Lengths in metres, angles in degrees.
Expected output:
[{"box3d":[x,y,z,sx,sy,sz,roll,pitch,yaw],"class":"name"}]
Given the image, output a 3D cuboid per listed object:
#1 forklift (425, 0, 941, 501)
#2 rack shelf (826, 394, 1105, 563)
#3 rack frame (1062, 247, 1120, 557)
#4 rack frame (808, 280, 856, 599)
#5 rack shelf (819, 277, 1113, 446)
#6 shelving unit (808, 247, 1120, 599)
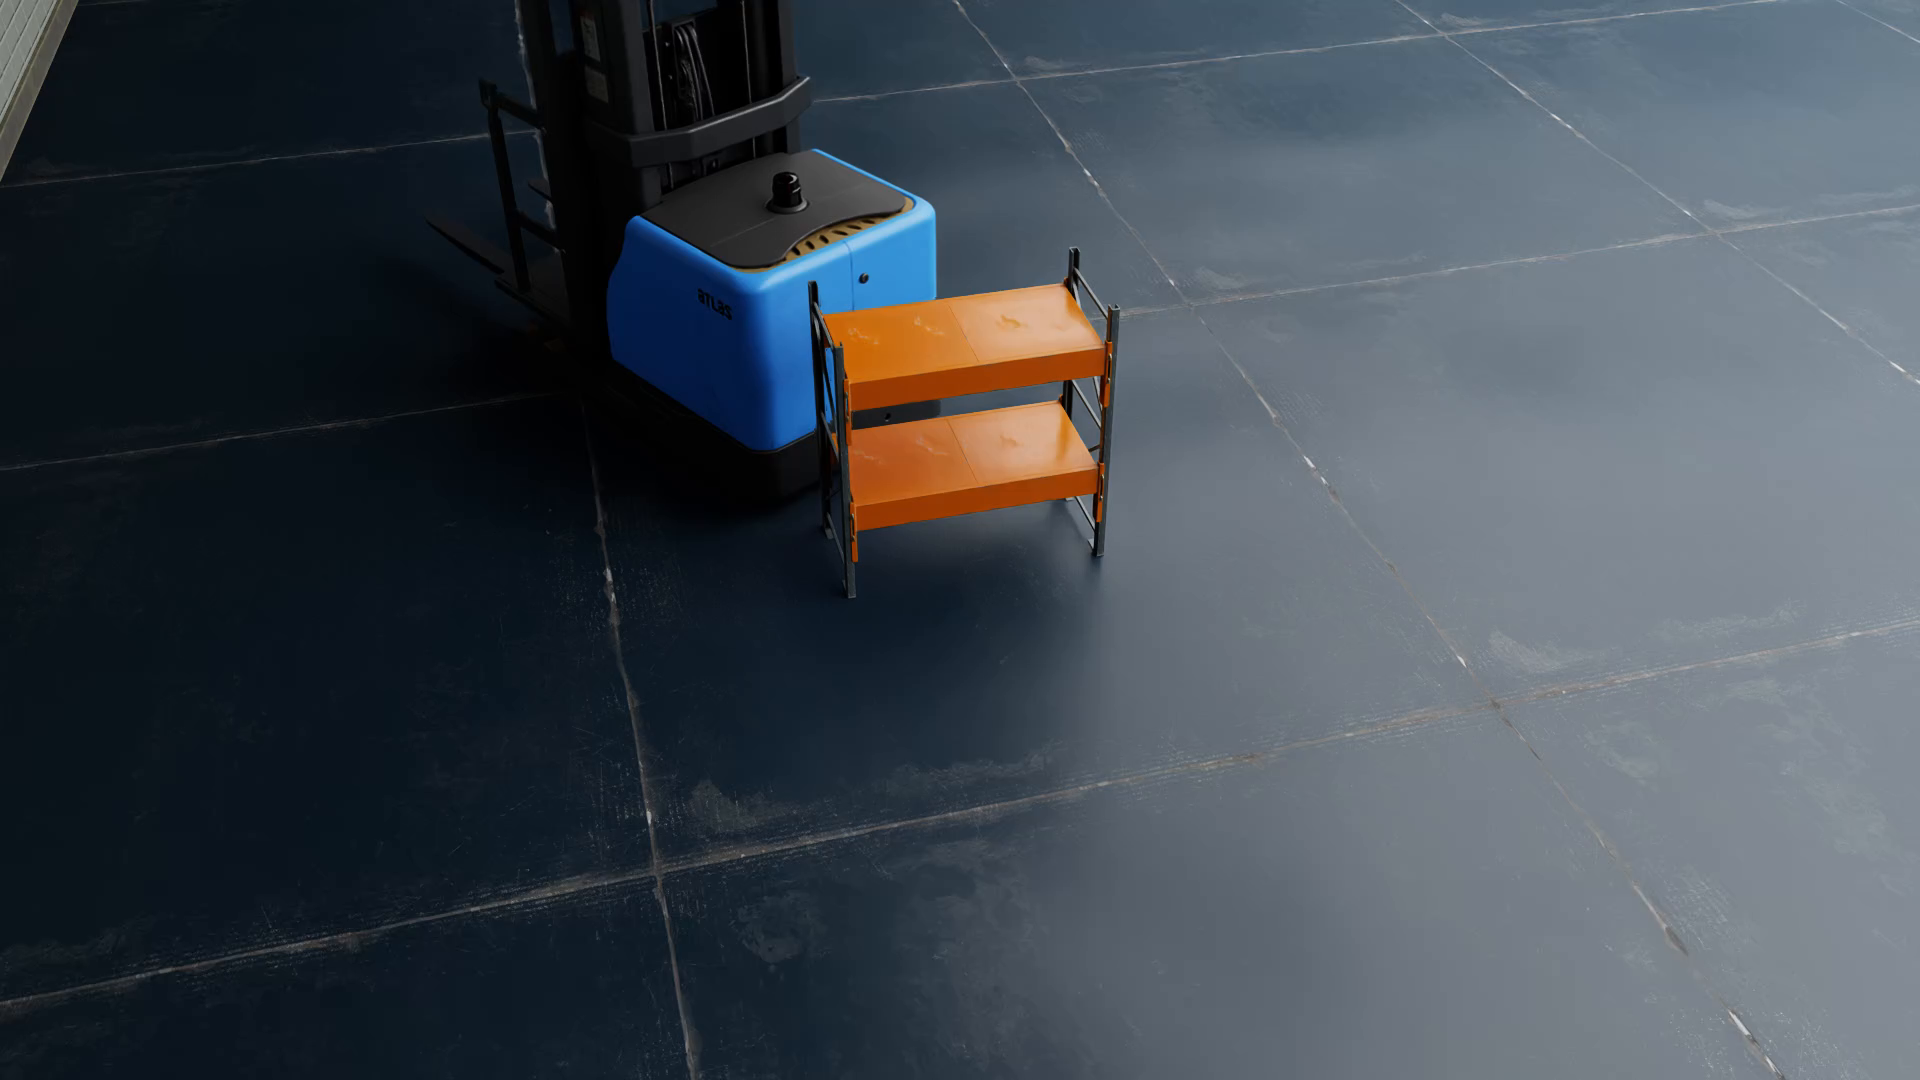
[{"box3d":[-1.466,-2.125,7.115,1.130,2.935,3.031,-30,47,-33],"class":"forklift"},{"box3d":[0.007,-0.254,6.558,1.000,0.278,0.538,-9,38,-12],"class":"rack shelf"},{"box3d":[0.497,-0.528,6.515,0.032,1.125,0.500,-9,38,-12],"class":"rack frame"},{"box3d":[-0.484,-0.367,6.304,0.032,1.125,0.500,-9,38,-12],"class":"rack frame"},{"box3d":[0.007,-0.680,6.232,1.000,0.278,0.538,-9,38,-12],"class":"rack shelf"},{"box3d":[0.007,-0.448,6.410,1.048,1.125,0.538,-9,38,-12],"class":"shelving unit"}]
